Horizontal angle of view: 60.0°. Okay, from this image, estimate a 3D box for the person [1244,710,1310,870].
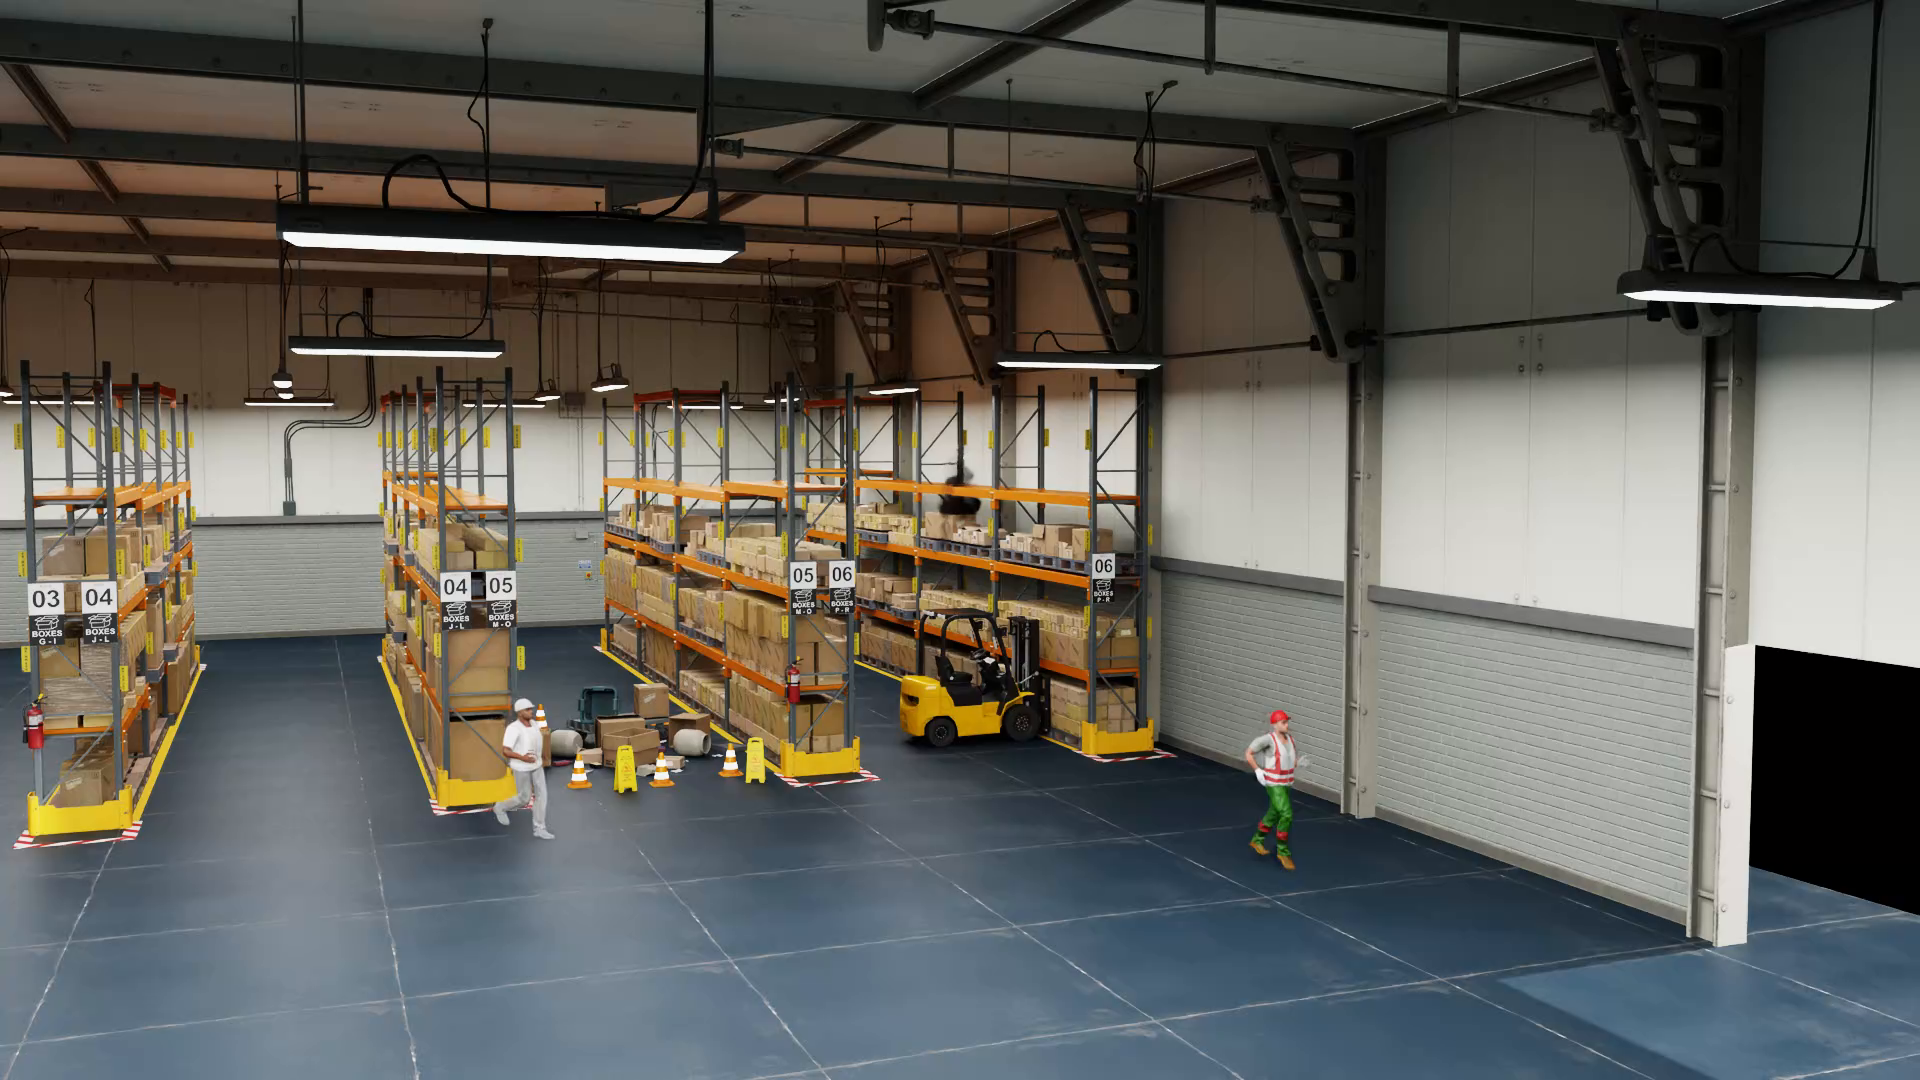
[{"bbox_3d":[3.749,2.927,19.645,0.634,1.849,0.804,-3,5,-43],"label":"person"}]

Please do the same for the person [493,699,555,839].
[{"bbox_3d":[-5.467,2.870,20.932,0.853,1.759,0.707,2,4,26],"label":"person"}]
